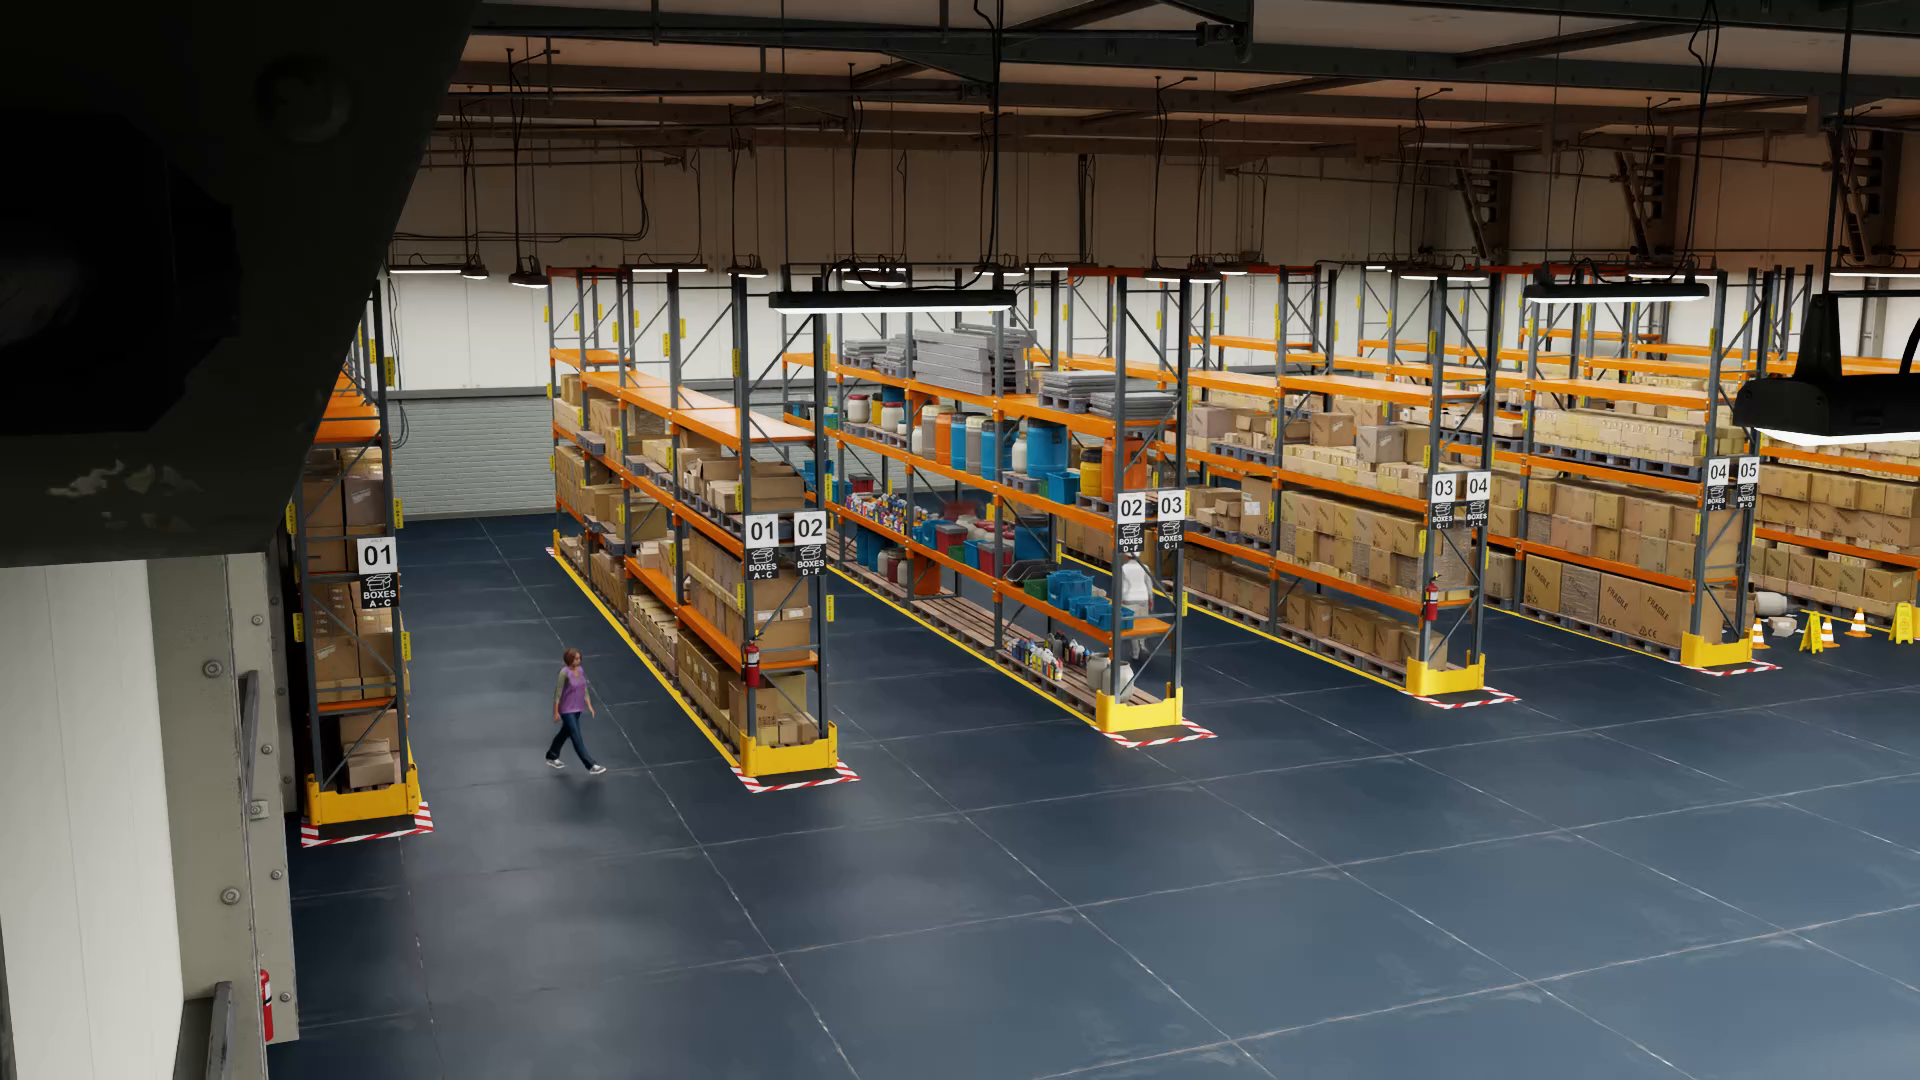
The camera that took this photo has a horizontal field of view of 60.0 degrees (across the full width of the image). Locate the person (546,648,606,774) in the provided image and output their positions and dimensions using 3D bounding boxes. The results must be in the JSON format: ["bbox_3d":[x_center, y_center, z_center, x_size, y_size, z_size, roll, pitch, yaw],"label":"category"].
[{"bbox_3d":[-4.667,2.070,20.205,0.990,1.540,0.455,3,10,18],"label":"person"}]

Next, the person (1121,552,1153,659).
[{"bbox_3d":[2.725,0.953,26.042,0.574,1.763,0.541,-1,10,-8],"label":"person"}]
